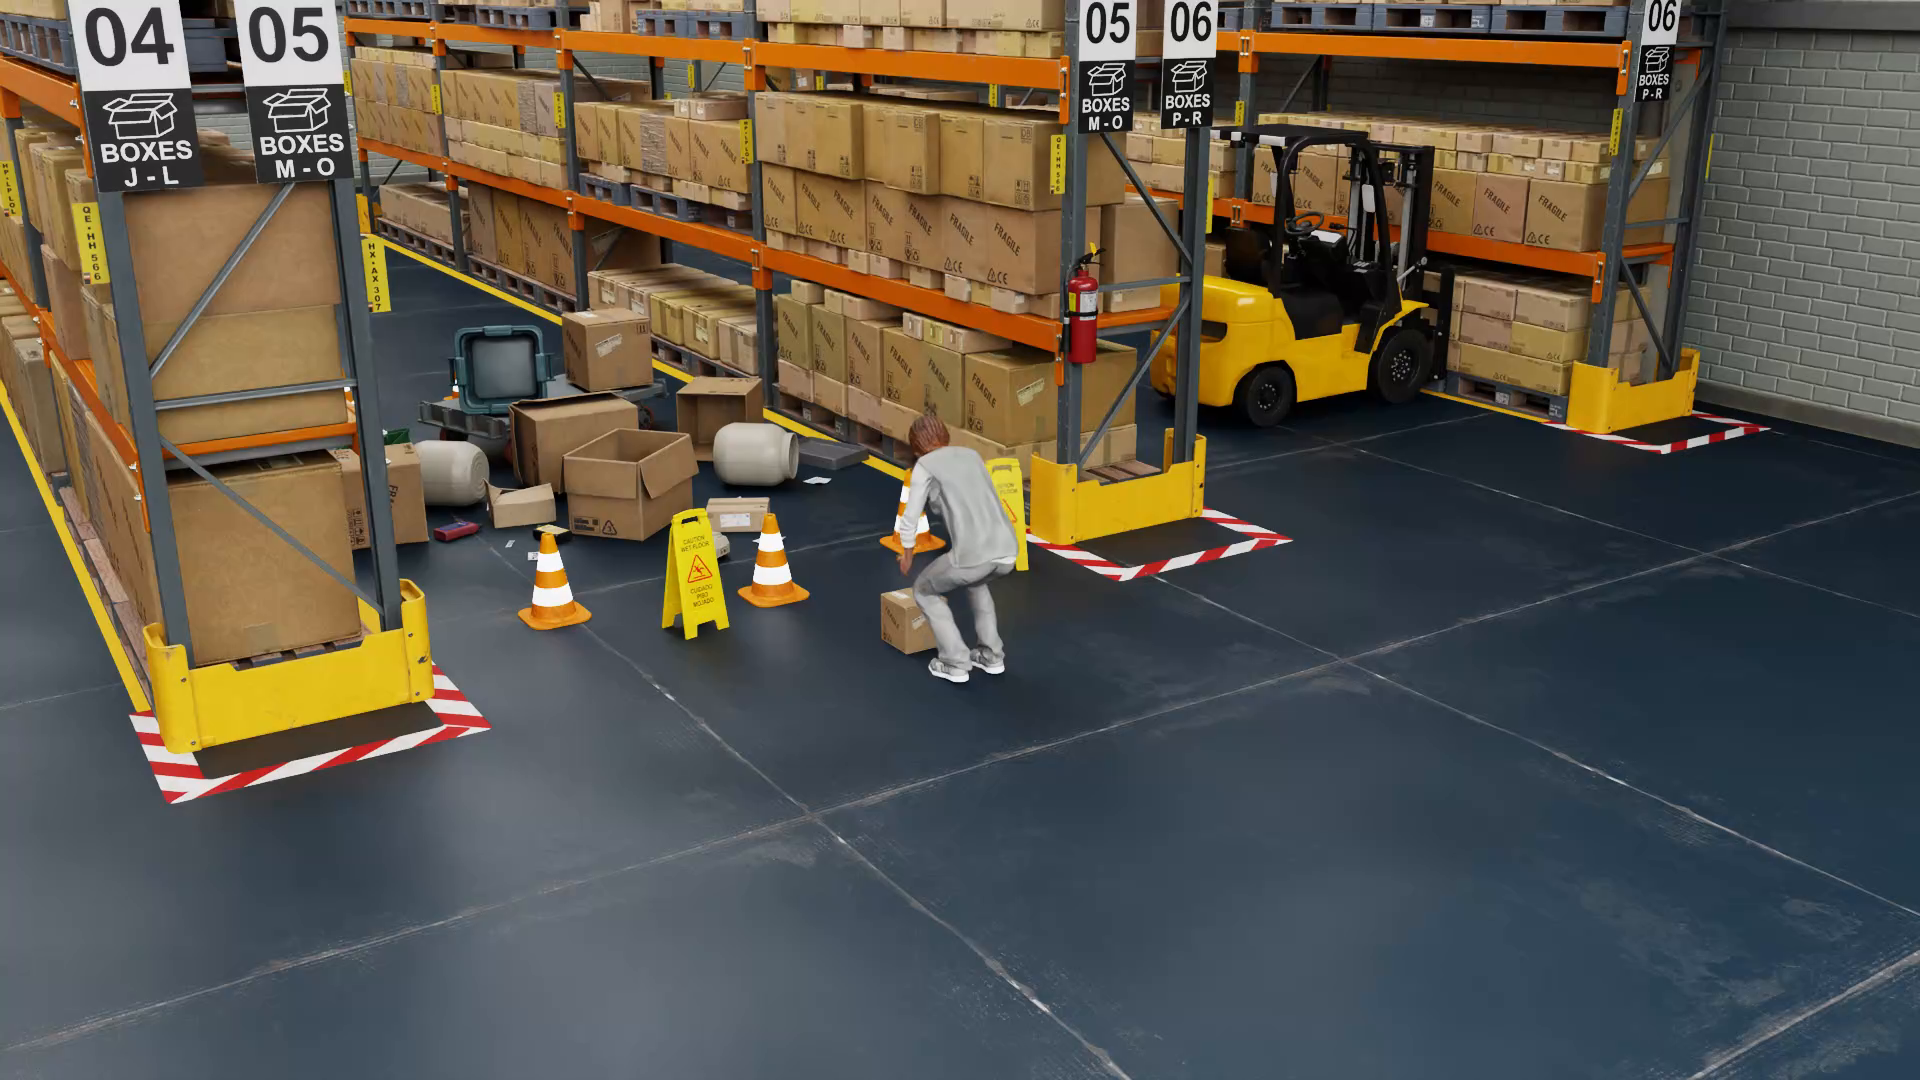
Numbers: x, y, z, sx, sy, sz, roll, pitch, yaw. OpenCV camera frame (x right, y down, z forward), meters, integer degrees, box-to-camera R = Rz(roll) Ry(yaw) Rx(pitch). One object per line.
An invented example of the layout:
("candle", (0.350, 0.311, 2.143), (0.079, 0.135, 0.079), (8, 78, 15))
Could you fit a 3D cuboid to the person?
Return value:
("person", (-0.025, 0.062, 7.983), (0.463, 1.227, 0.688), (-12, 22, -31))
